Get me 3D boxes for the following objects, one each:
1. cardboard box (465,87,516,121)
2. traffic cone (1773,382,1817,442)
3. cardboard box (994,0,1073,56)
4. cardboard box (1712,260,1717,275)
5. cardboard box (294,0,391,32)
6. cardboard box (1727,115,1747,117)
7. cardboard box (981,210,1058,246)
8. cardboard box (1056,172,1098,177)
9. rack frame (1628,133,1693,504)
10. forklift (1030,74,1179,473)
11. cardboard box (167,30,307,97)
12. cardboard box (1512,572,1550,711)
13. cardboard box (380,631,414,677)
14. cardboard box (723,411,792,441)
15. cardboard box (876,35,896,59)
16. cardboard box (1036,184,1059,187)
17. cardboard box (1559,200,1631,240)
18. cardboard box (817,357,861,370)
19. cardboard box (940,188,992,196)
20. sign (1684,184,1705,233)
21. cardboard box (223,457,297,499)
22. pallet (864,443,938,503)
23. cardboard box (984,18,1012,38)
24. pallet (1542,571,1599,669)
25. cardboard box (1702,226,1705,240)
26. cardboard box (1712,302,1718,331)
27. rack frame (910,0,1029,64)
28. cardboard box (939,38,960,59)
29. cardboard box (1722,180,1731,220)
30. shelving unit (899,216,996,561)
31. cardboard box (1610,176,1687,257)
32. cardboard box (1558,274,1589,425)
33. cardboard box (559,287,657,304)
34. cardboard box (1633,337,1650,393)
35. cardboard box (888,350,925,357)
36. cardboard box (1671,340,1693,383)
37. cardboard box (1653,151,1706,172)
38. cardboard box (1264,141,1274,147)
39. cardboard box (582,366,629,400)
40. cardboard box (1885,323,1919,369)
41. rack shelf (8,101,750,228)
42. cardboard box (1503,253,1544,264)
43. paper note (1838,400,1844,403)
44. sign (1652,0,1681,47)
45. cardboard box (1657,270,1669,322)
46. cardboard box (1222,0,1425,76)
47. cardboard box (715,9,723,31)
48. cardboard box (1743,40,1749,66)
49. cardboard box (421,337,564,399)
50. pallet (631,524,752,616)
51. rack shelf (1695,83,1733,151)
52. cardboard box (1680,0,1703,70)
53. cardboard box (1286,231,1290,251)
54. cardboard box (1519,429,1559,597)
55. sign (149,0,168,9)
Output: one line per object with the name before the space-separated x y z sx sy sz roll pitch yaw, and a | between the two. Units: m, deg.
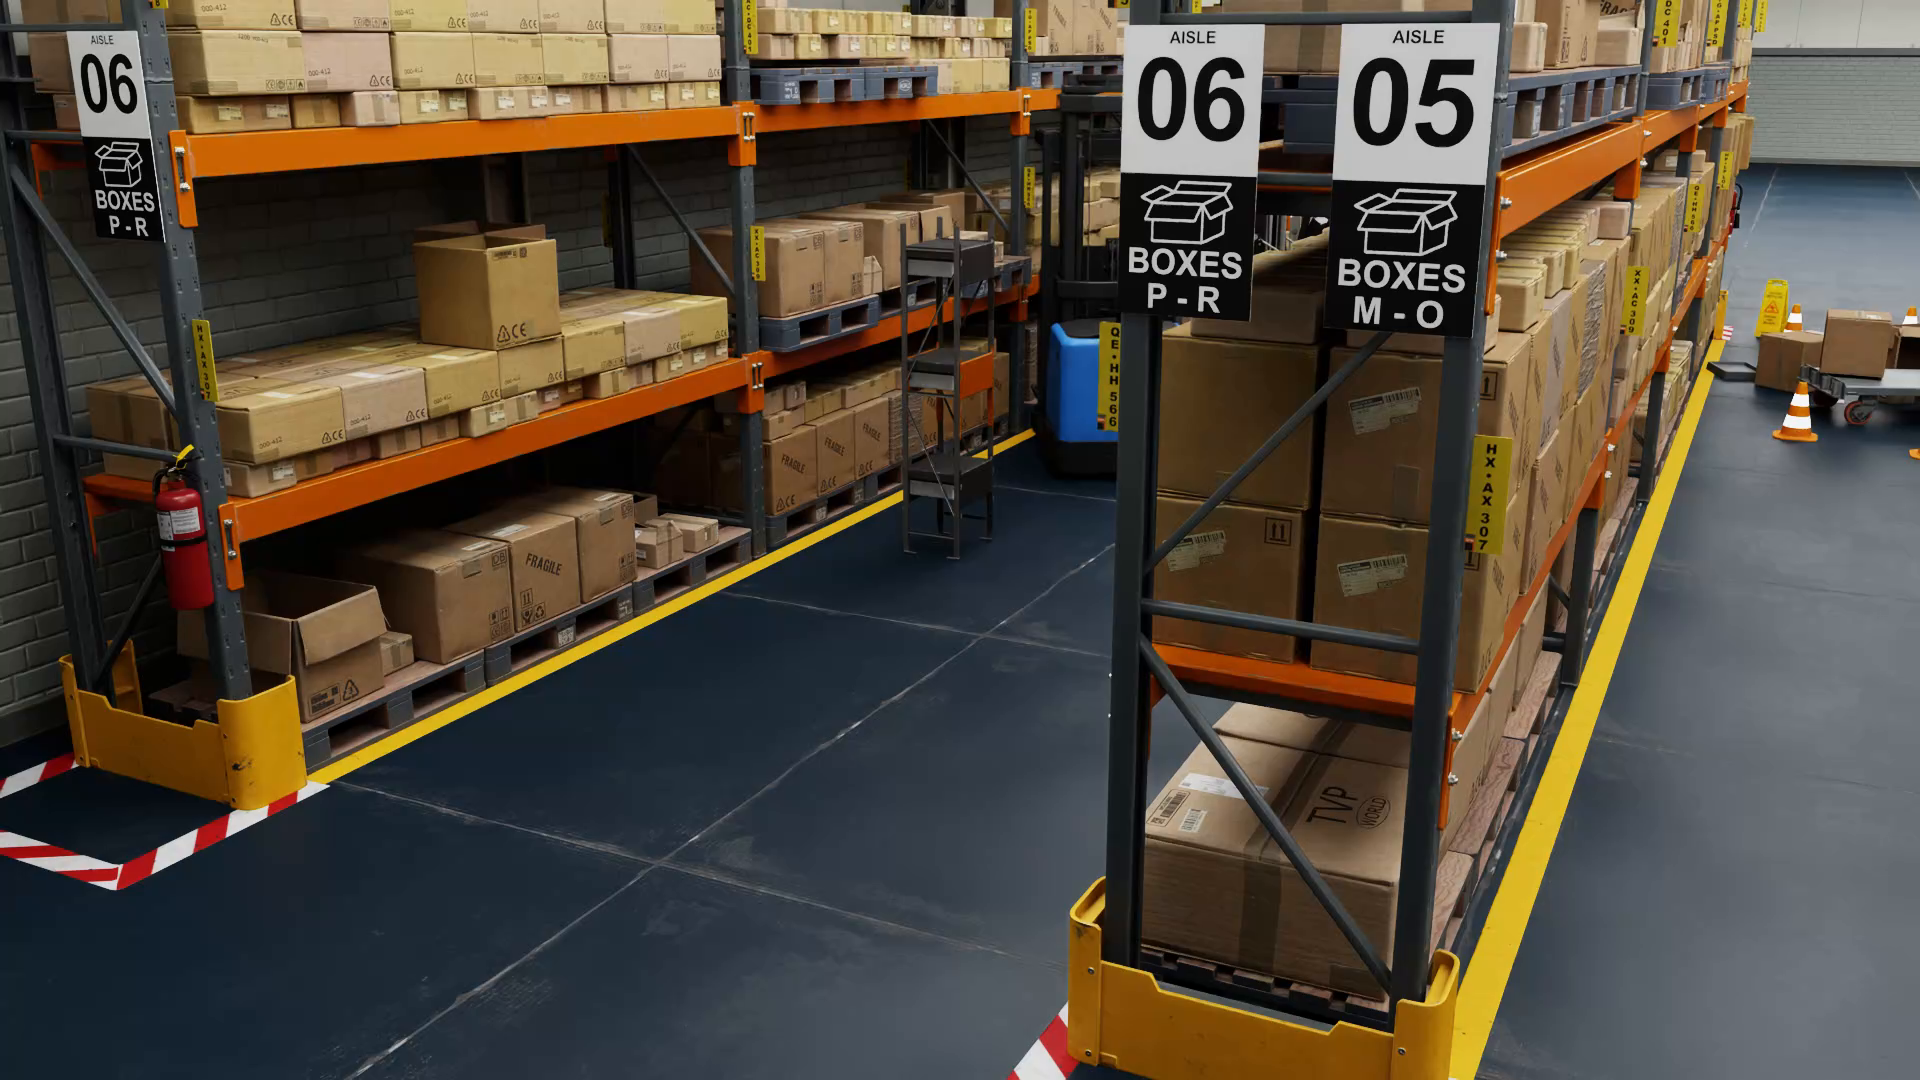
cardboard box | -2.383 -2.118 8.059 0.380 0.149 0.250 8 18 25
traffic cone | 6.998 -1.087 13.870 0.336 0.463 0.334 8 18 25
cardboard box | 0.611 -4.297 13.866 0.500 0.500 0.500 8 18 26
cardboard box | 7.260 -2.691 16.450 0.380 0.149 0.250 9 19 29
cardboard box | -2.838 -2.327 7.186 0.500 0.250 0.500 8 18 25
cardboard box | 7.821 -4.200 17.441 0.700 0.500 0.500 8 18 26
cardboard box | 0.509 -2.655 14.080 0.500 0.250 0.500 8 18 25
cardboard box | 1.133 -3.531 16.329 0.380 0.149 0.250 8 18 25
rack frame | 4.512 -1.778 11.742 1.000 3.000 0.127 8 18 25
forklift | 1.178 -2.274 13.531 1.130 2.935 3.031 -1 17 -3
cardboard box | -3.062 -1.957 6.819 0.500 0.250 0.500 8 18 25
cardboard box | 2.348 0.414 8.124 0.875 0.438 0.875 8 18 25
cardboard box | -2.922 0.548 8.182 0.380 0.149 0.250 7 18 23
cardboard box | -1.319 -0.761 10.832 0.380 0.149 0.250 9 19 28
cardboard box | -0.653 -3.306 11.146 0.380 0.149 0.250 9 19 27
cardboard box | 0.877 -3.084 14.824 0.380 0.149 0.250 8 18 26
cardboard box | 2.872 -1.478 7.662 0.380 0.149 0.250 8 18 24
cardboard box | -0.972 -1.293 12.623 0.380 0.149 0.250 8 18 26
cardboard box | 0.051 -2.957 14.396 0.380 0.149 0.250 9 19 27
sign | 5.010 -2.263 11.342 0.100 0.325 0.005 8 18 25
cardboard box | -3.113 -0.299 7.204 0.380 0.149 0.250 8 18 25
pallet | -0.844 -0.577 12.595 1.003 0.211 1.213 8 18 25
cardboard box | 0.181 -3.983 12.938 0.380 0.149 0.250 9 19 27
pallet | 3.002 0.372 9.402 1.003 0.211 1.213 8 18 25
cardboard box | 6.316 -2.711 14.588 0.380 0.149 0.250 8 18 26
cardboard box | 7.955 -2.453 18.105 0.500 0.250 0.500 8 18 25
rack frame | 0.070 -5.284 13.010 1.000 3.000 0.127 8 18 25
cardboard box | -0.219 -3.648 12.335 0.380 0.149 0.250 8 18 25
cardboard box | 7.636 -3.579 17.107 0.500 0.500 0.500 8 18 25
shelving unit | -0.074 -0.964 10.583 0.431 2.100 0.503 8 18 25
cardboard box | 4.515 -2.140 11.030 0.500 0.500 0.500 8 18 24
cardboard box | 2.076 -0.745 6.333 0.500 0.500 0.500 8 18 26
cardboard box | -2.181 -1.368 10.104 0.500 0.250 0.500 8 18 25
cardboard box | 3.630 -1.026 9.474 0.500 0.250 0.500 8 18 25
cardboard box | -0.334 -1.368 12.875 0.380 0.149 0.250 9 19 27
cardboard box | 6.067 -1.604 15.035 0.950 0.372 0.625 8 18 26
cardboard box | 5.897 -3.103 13.629 0.380 0.149 0.250 7 18 23
cardboard box | 3.498 -4.693 19.718 0.380 0.149 0.250 9 19 27
cardboard box | -2.056 -0.885 9.178 0.380 0.149 0.250 8 18 25
cardboard box | 9.567 -1.849 16.367 0.797 0.503 0.637 -4 17 -13
rack shelf | -2.611 -1.973 8.394 1.077 0.370 4.000 8 18 25
cardboard box | 1.787 -0.904 5.728 0.380 0.149 0.250 8 18 26
paper note | 8.062 -1.291 15.318 0.148 0.019 0.142 8 18 25
sign | 3.222 -2.412 7.563 0.100 0.325 0.005 8 18 25
cardboard box | 4.086 -1.526 10.279 0.500 0.250 0.500 8 18 24
cardboard box | 1.058 -1.481 4.826 0.500 0.250 0.500 6 18 20
cardboard box | -1.688 -3.190 10.234 0.380 0.149 0.250 8 18 25
cardboard box | 7.422 -4.770 16.288 0.500 0.250 0.500 8 18 26
cardboard box | -2.403 -0.914 8.573 0.500 0.250 0.500 8 18 24
pallet | -2.026 0.122 10.243 1.003 0.211 1.213 8 18 25
rack shelf | 5.406 -3.380 13.132 1.077 0.370 4.000 8 18 25
cardboard box | 3.984 -2.979 9.605 0.500 0.500 0.500 8 18 26
cardboard box | 3.718 -3.652 20.386 0.500 0.250 0.500 9 19 27
cardboard box | 1.853 -0.133 6.030 0.500 0.500 0.500 8 18 25
sign | -3.020 -2.159 6.220 0.100 0.325 0.005 8 18 25
